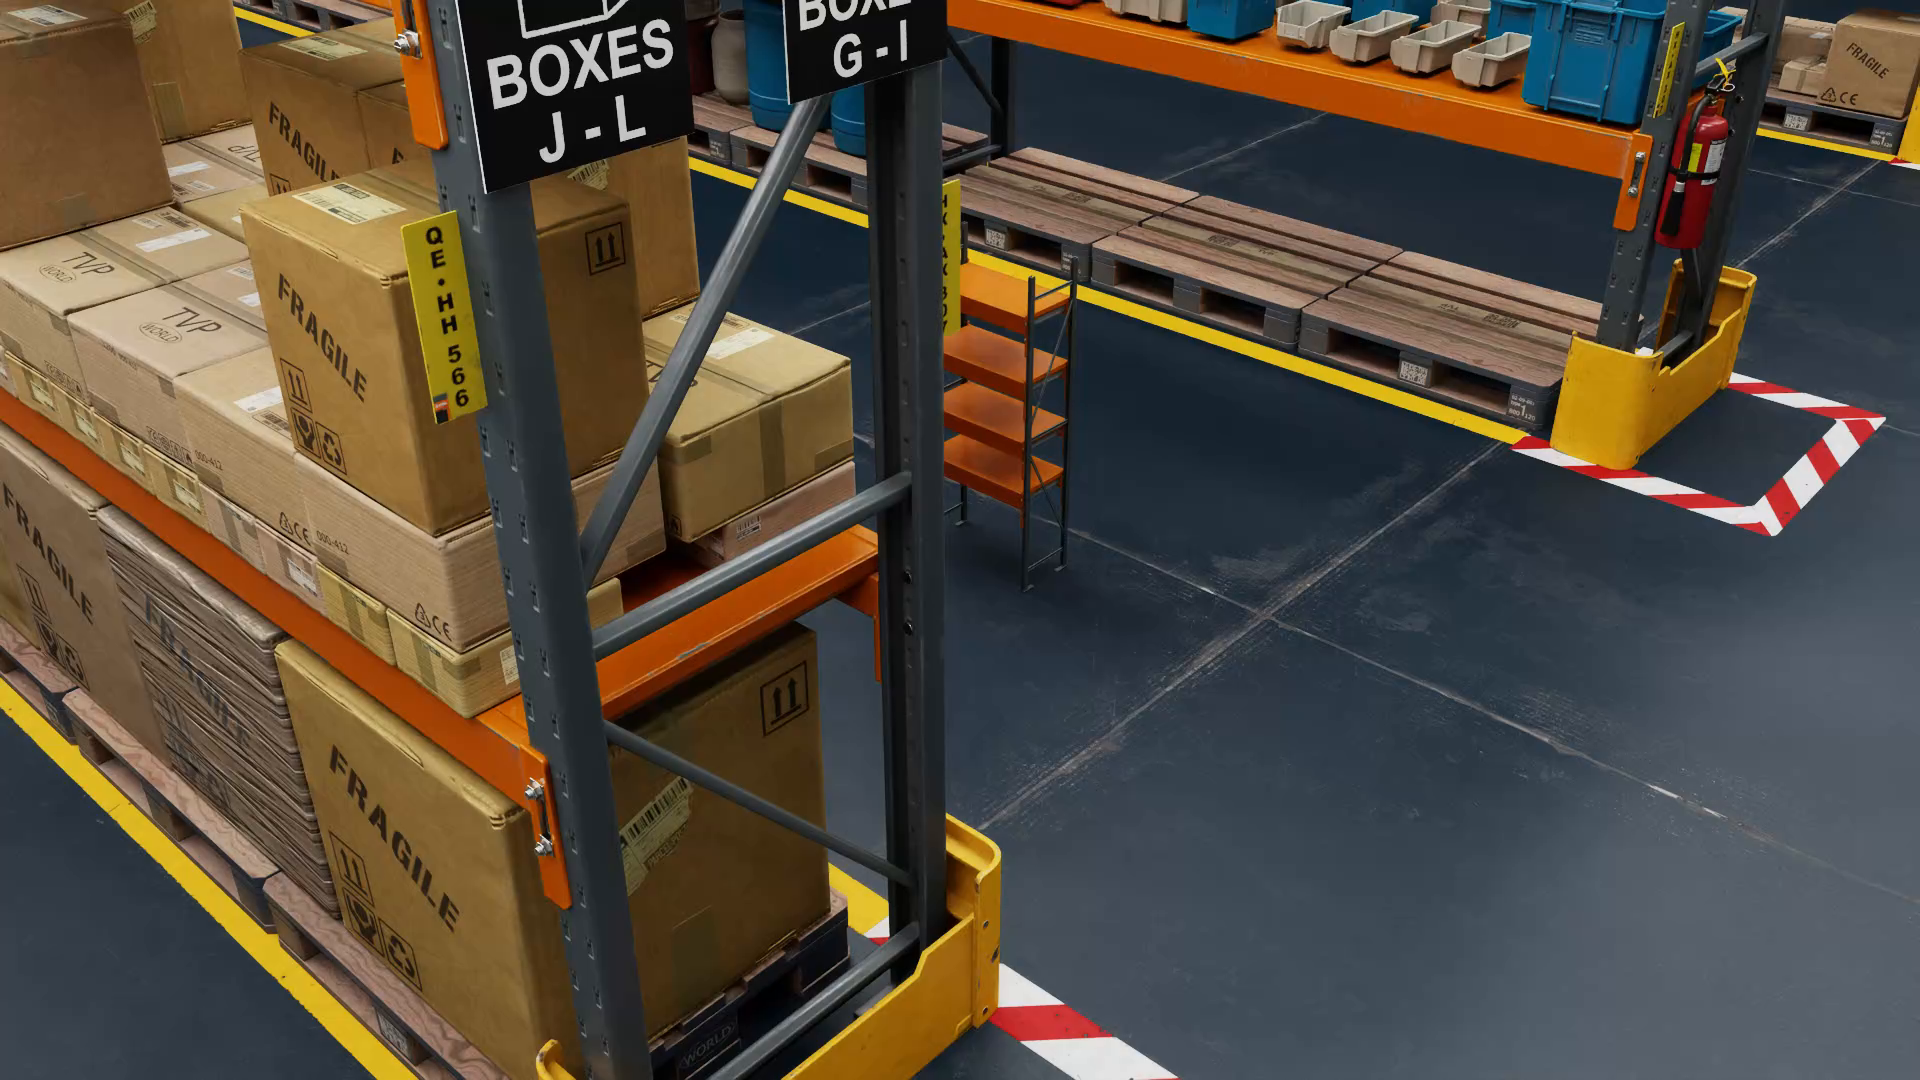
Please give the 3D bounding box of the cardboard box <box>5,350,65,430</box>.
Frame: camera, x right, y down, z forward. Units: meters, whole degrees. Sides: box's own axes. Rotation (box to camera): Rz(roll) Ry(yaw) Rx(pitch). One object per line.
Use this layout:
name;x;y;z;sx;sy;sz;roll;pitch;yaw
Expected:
cardboard box;-2.224;-0.452;4.335;0.250;0.149;0.380;24;38;34

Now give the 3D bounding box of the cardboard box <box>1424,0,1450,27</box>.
cardboard box;3.439;-3.923;12.039;0.500;0.311;0.500;25;39;35

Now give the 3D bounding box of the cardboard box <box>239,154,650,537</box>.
cardboard box;-0.949;-0.396;3.129;0.500;0.500;0.500;26;39;36

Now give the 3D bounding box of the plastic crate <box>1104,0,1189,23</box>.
plastic crate;0.955;-2.598;7.713;0.530;0.282;0.437;25;39;35

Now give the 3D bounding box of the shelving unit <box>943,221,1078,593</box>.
shelving unit;0.123;-0.457;5.845;0.503;1.200;0.258;25;39;35

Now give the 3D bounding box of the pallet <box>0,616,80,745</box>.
pallet;-2.866;0.160;5.779;1.213;0.211;1.003;25;39;35

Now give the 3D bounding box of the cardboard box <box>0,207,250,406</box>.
cardboard box;-2.091;-0.603;4.201;0.500;0.250;0.500;25;39;35

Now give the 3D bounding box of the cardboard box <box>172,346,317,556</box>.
cardboard box;-1.324;-0.249;3.612;0.500;0.250;0.500;24;39;34

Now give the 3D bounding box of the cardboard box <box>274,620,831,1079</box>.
cardboard box;-0.939;0.596;4.004;0.875;0.875;0.875;25;39;35

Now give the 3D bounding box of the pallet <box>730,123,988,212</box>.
pallet;-0.597;-2.310;9.882;1.213;0.211;1.003;25;39;35

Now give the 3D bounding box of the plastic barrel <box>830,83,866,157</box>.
plastic barrel;-0.445;-2.697;9.450;0.708;0.901;0.600;25;39;35

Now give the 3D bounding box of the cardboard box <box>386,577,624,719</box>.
cardboard box;-0.896;0.167;3.308;0.250;0.149;0.380;26;40;36

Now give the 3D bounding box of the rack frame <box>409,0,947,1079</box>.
rack frame;-0.411;0.057;3.247;0.127;3.000;1.000;25;39;35

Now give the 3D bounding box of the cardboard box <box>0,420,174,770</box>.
cardboard box;-2.274;-0.027;5.039;0.875;0.875;0.875;25;39;35

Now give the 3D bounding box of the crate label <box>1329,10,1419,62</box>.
crate label;1.758;-2.156;7.120;0.243;0.136;0.396;25;39;35

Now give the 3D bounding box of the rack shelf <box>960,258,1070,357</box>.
rack shelf;0.123;-0.793;5.643;0.480;0.148;0.258;25;39;35

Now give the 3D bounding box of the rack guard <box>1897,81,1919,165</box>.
rack guard;6.183;-2.686;10.226;0.348;0.500;1.175;25;39;35

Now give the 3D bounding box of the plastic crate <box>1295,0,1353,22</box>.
plastic crate;1.752;-2.562;7.702;0.300;0.233;0.416;25;39;35

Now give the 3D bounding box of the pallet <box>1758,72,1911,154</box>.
pallet;5.591;-2.837;10.759;1.213;0.211;1.003;25;39;35

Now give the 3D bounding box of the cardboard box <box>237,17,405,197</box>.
cardboard box;-1.345;-0.947;4.045;0.500;0.500;0.500;24;38;34

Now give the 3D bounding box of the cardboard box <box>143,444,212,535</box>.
cardboard box;-1.654;-0.186;3.894;0.250;0.149;0.380;24;39;34

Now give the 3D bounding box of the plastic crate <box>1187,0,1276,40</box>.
plastic crate;1.218;-2.404;7.439;0.300;0.233;0.416;25;39;35

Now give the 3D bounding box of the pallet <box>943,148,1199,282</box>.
pallet;0.518;-1.787;9.014;1.213;0.211;1.003;25;39;35

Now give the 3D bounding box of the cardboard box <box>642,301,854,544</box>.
cardboard box;-0.586;-0.276;3.657;0.500;0.250;0.500;24;38;34

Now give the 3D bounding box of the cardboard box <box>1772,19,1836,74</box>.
cardboard box;5.656;-3.210;10.914;0.500;0.250;0.500;25;39;35

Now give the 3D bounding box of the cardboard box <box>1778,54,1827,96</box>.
cardboard box;5.431;-2.973;10.601;0.250;0.166;0.380;25;39;35

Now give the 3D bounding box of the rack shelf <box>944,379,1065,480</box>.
rack shelf;0.123;-0.399;5.880;0.480;0.148;0.258;25;39;35

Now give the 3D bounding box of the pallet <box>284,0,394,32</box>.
pallet;-4.468;-4.117;12.883;1.213;0.211;1.003;25;39;35

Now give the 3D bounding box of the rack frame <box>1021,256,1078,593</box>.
rack frame;0.304;-0.372;5.705;0.015;1.200;0.240;25;39;35

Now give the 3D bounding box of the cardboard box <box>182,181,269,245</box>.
cardboard box;-1.736;-0.807;4.539;0.500;0.250;0.500;24;39;34

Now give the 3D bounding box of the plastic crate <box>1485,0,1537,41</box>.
plastic crate;2.462;-2.230;7.151;0.300;0.233;0.416;25;39;35

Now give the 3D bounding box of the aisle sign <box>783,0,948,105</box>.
aisle sign;-0.156;-1.147;2.726;0.004;0.787;0.394;25;39;35

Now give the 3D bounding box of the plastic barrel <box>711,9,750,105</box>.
plastic barrel;-1.329;-3.005;10.339;0.421;0.512;0.421;0;31;0

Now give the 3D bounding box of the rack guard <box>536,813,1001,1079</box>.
rack guard;-0.393;1.136;3.878;0.348;0.500;1.175;25;39;35

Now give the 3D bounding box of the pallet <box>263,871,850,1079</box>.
pallet;-1.056;1.005;4.377;1.213;0.211;1.003;25;39;35

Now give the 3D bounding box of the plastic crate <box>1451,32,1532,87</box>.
plastic crate;2.186;-1.963;6.800;0.243;0.136;0.396;25;39;35

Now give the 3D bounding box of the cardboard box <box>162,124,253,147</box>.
cardboard box;-2.488;-1.160;5.126;0.500;0.250;0.500;26;40;36

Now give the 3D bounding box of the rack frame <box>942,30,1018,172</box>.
rack frame;-0.053;-3.222;8.693;0.127;3.000;1.000;25;39;35

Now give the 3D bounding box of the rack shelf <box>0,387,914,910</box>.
rack shelf;-1.894;-0.327;4.583;4.000;0.370;1.077;25;39;35

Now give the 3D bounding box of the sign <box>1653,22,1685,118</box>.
sign;2.555;-1.691;5.993;0.005;0.325;0.100;25;39;35

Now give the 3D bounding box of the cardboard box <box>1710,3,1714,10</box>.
cardboard box;4.670;-3.585;11.291;0.637;0.503;0.797;25;39;35

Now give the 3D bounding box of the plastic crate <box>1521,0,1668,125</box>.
plastic crate;2.539;-1.923;6.443;0.499;0.435;0.616;25;39;35
